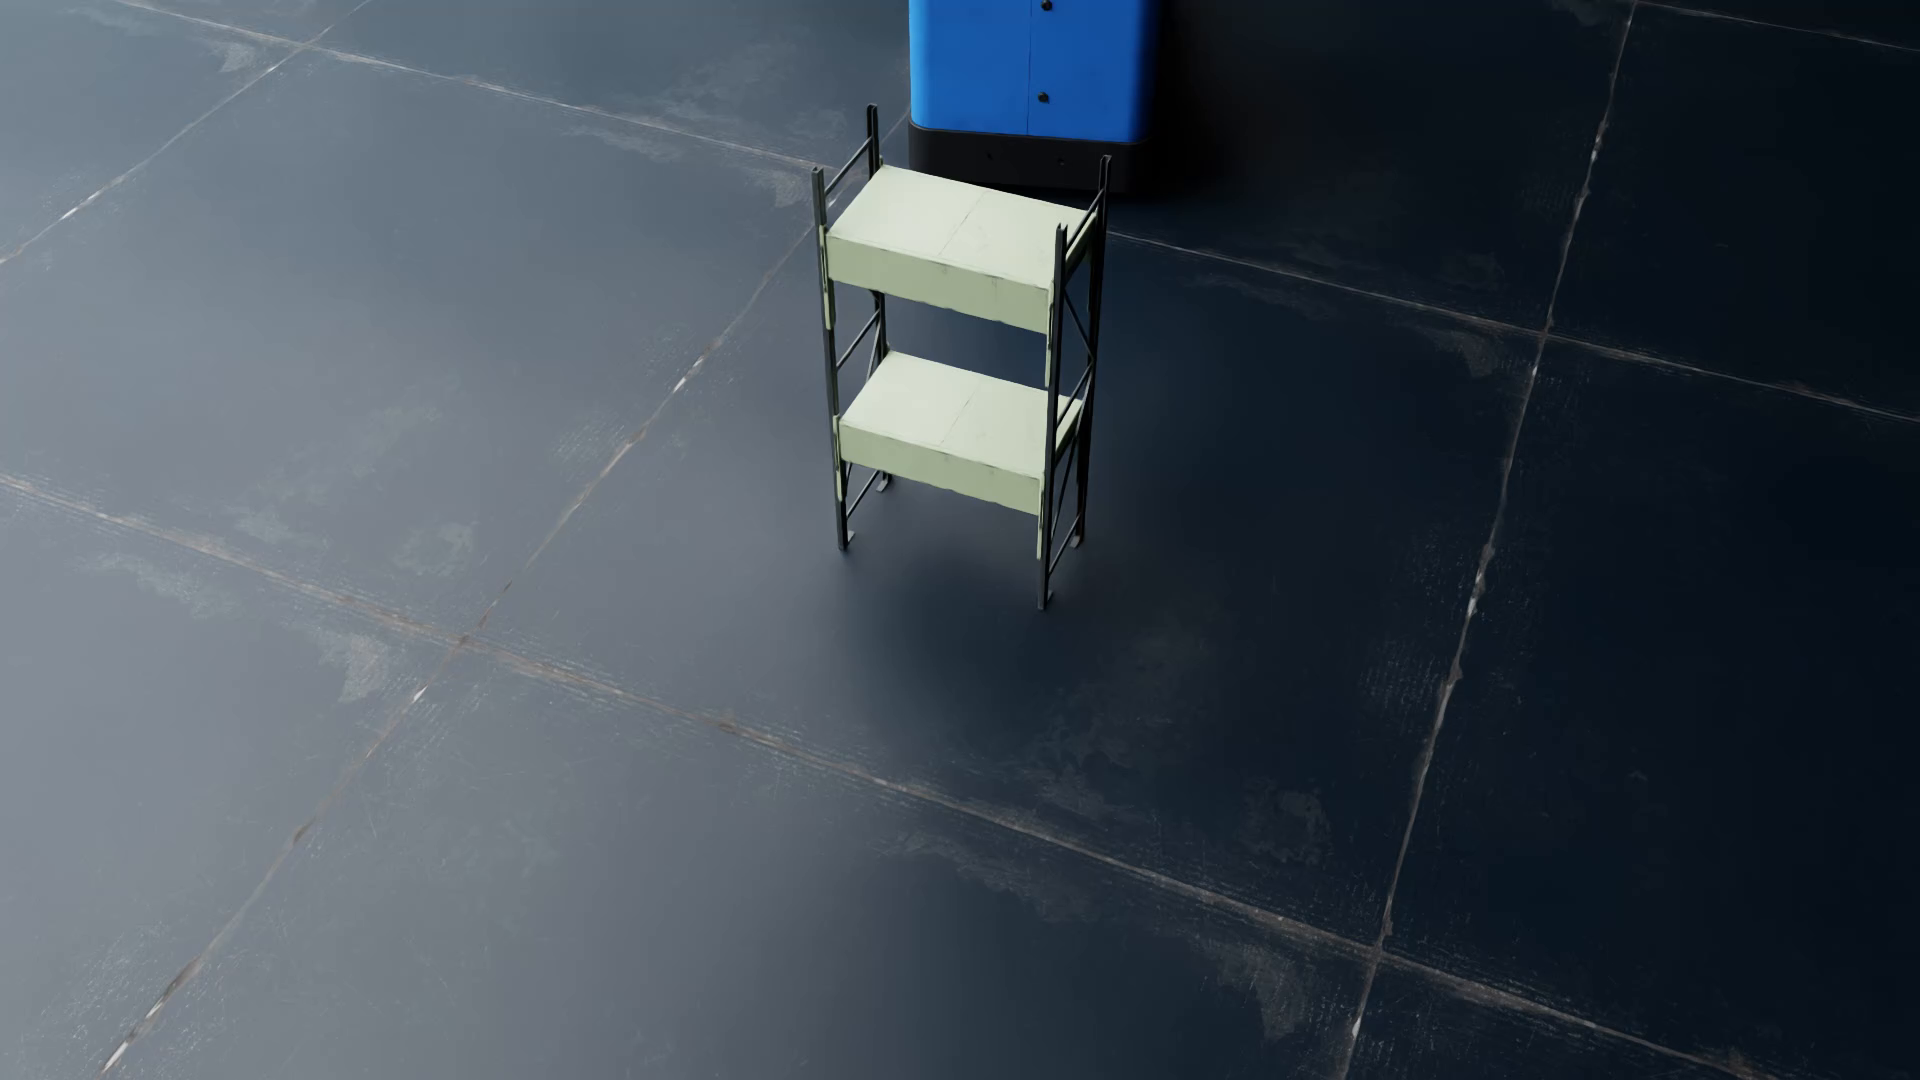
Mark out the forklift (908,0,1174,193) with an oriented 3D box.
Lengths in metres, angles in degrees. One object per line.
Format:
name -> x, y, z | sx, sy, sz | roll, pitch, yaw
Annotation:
forklift -> 0.488, -3.577, 7.267 | 1.130, 2.935, 3.031 | 5, 45, 5

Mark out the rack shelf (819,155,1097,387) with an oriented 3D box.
rack shelf -> 0.006, -0.807, 4.944 | 0.720, 0.370, 0.431 | 16, 47, 16

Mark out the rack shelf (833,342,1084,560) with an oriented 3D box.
rack shelf -> 0.006, -0.299, 5.449 | 0.720, 0.370, 0.431 | 16, 47, 16

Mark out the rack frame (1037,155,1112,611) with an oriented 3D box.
rack frame -> 0.344, -0.430, 5.119 | 0.023, 1.500, 0.400 | 16, 47, 16

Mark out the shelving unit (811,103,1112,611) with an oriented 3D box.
shelving unit -> 0.006, -0.530, 5.219 | 0.755, 1.500, 0.431 | 16, 47, 16

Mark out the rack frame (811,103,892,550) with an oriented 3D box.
rack frame -> -0.332, -0.629, 5.319 | 0.023, 1.500, 0.400 | 16, 47, 16
